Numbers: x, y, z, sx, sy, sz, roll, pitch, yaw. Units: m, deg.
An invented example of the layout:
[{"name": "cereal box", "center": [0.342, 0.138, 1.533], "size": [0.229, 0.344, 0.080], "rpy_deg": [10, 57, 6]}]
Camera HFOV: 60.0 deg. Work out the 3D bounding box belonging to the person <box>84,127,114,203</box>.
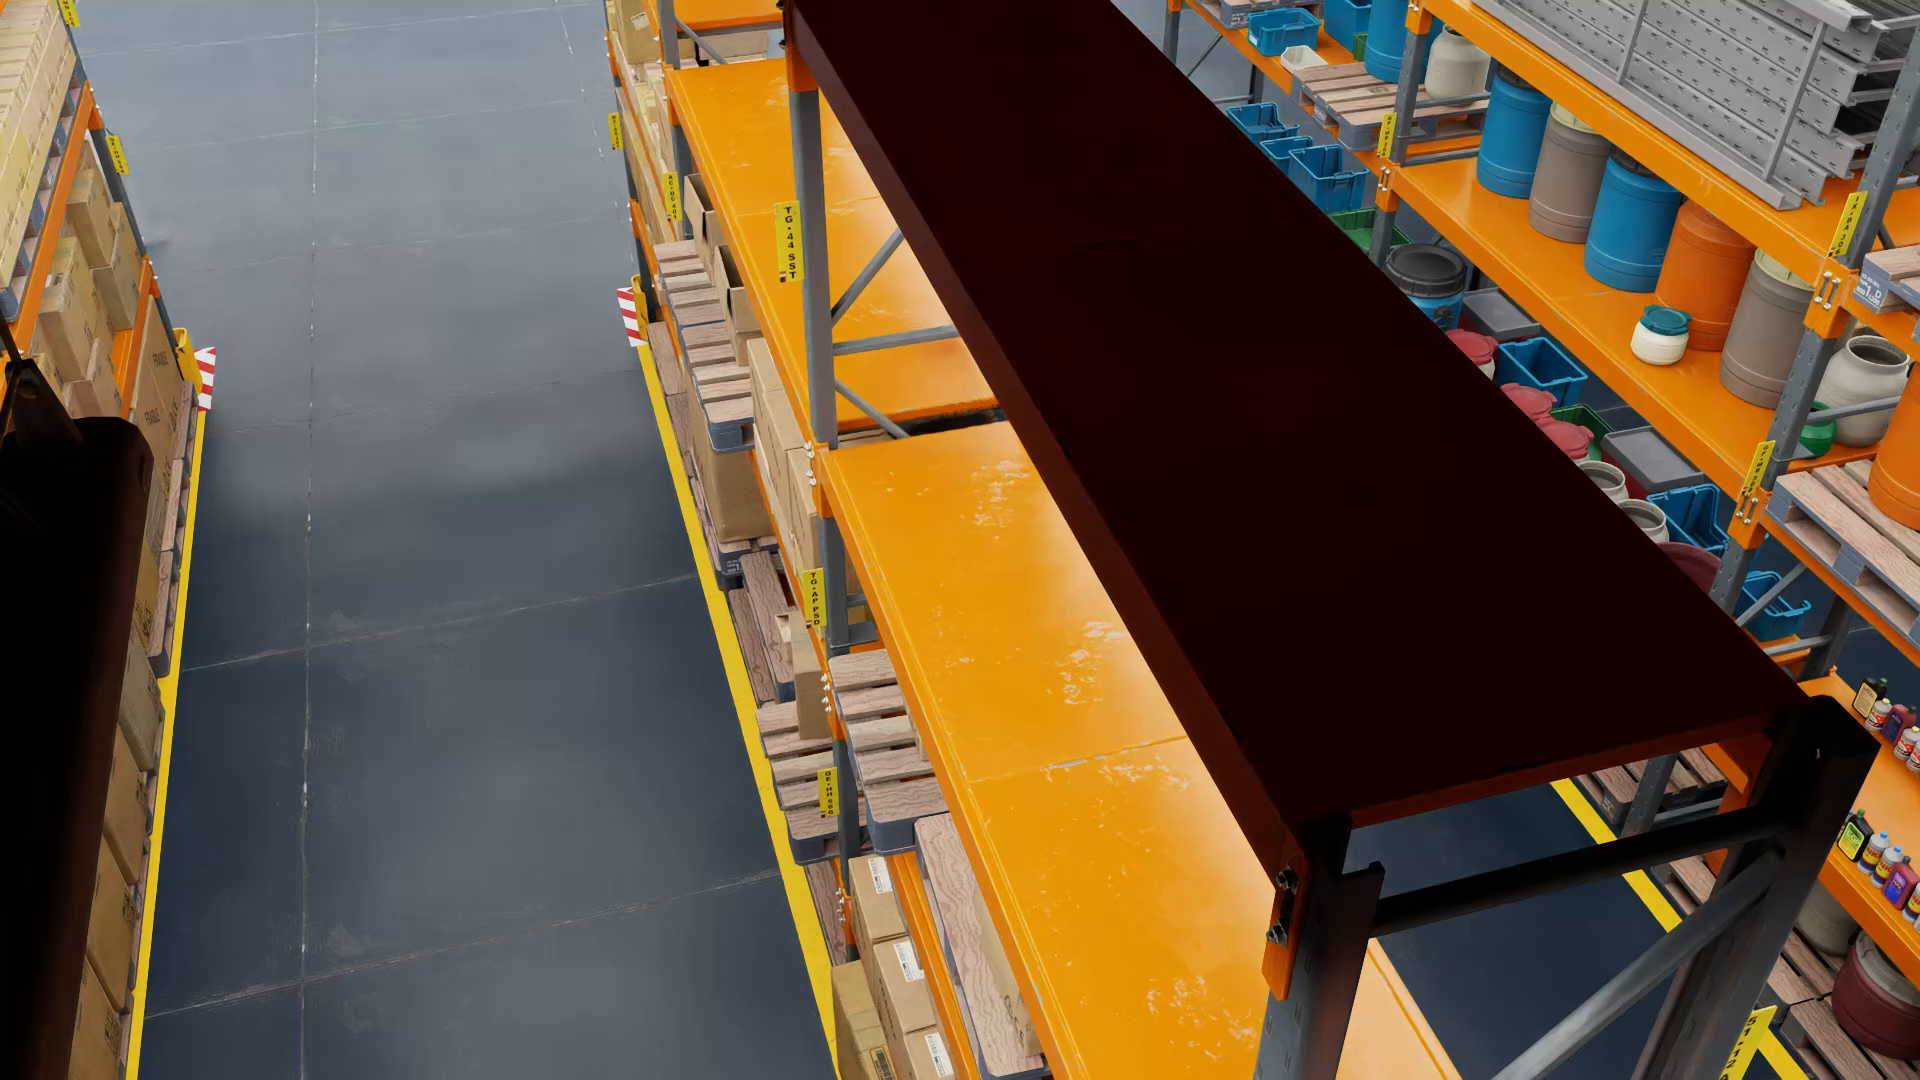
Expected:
[{"name": "person", "center": [-8.188, -3.459, 15.781], "size": [0.447, 1.779, 0.634], "rpy_deg": [-16, 41, -19]}]
